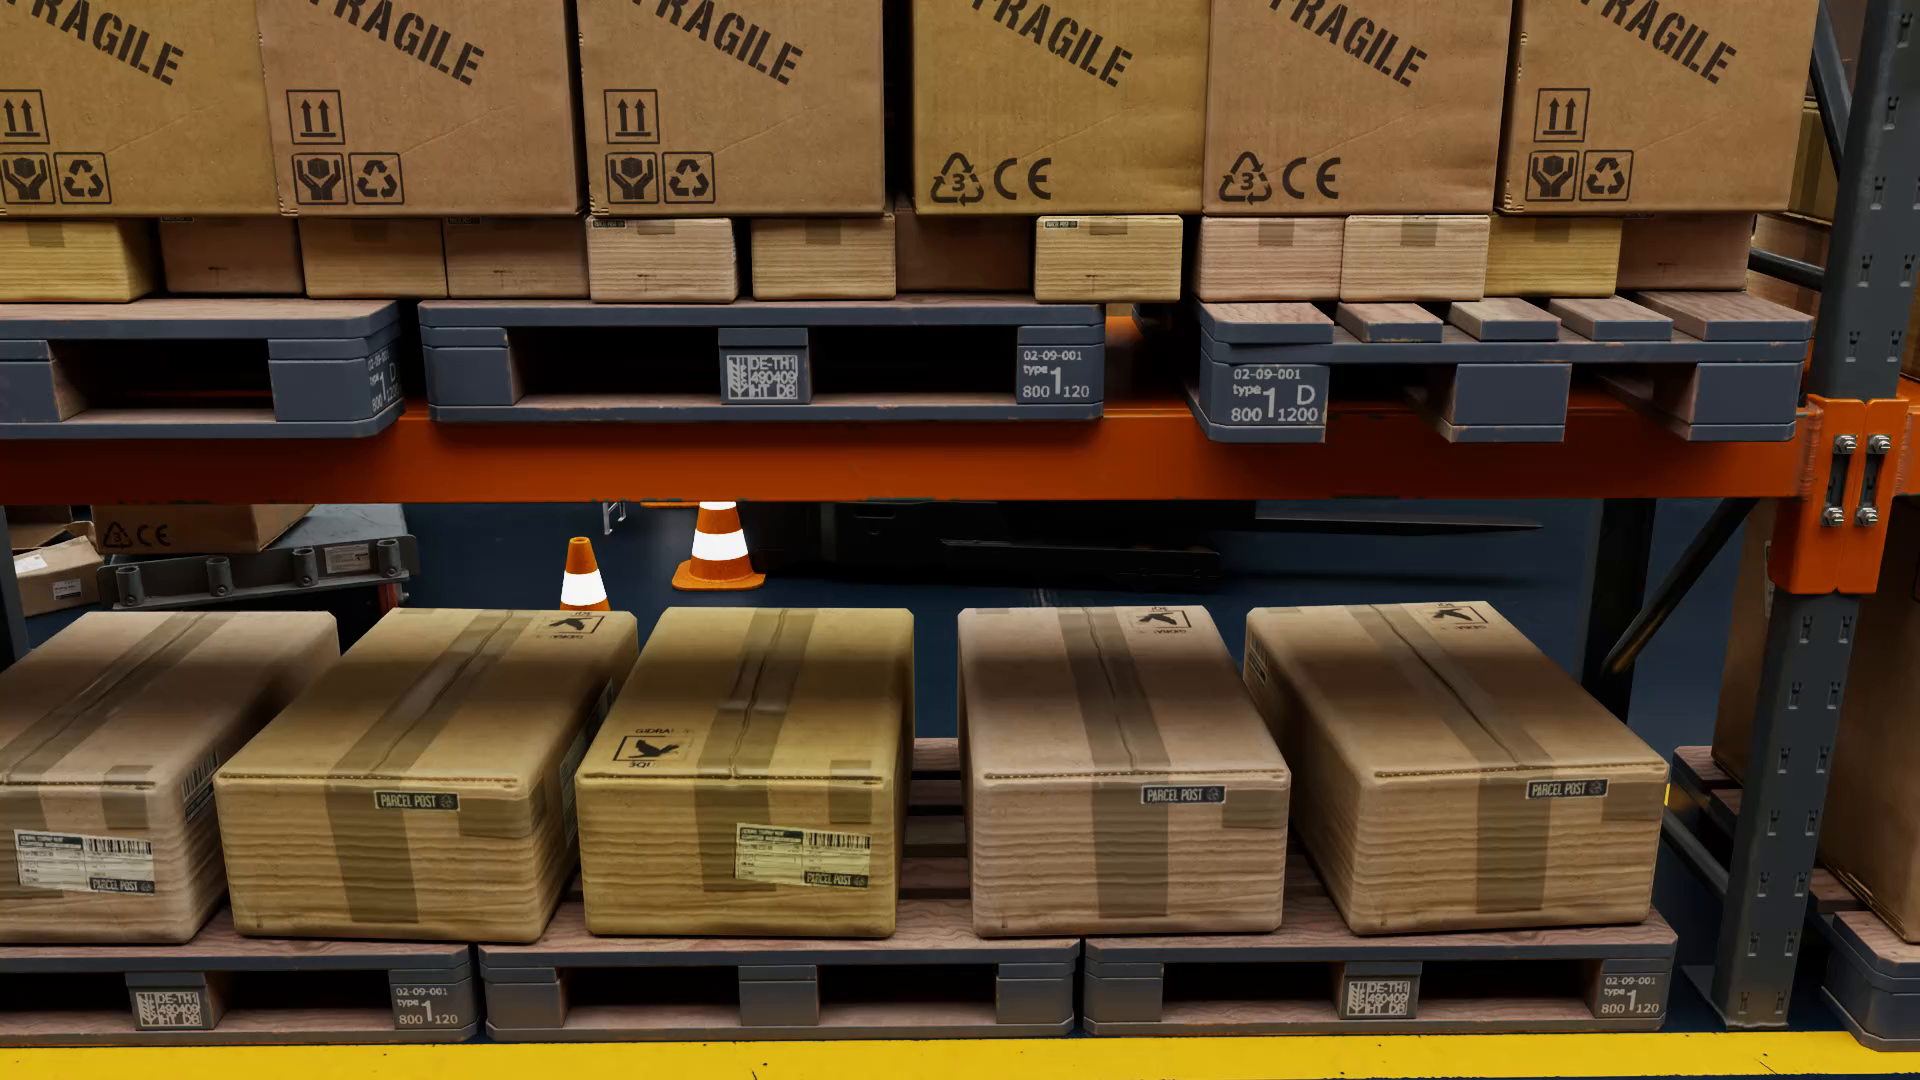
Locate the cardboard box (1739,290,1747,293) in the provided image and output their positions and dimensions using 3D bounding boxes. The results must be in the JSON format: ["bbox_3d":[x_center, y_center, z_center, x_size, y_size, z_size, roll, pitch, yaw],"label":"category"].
[{"bbox_3d":[3.684,-1.030,8.254,0.500,0.500,0.500,-1,18,-2],"label":"cardboard box"}]

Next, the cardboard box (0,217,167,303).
[{"bbox_3d":[-1.566,-0.540,3.043,0.250,0.149,0.380,0,18,0],"label":"cardboard box"}]

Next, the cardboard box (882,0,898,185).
[{"bbox_3d":[-0.380,-1.022,3.486,0.500,0.500,0.500,-1,18,-3],"label":"cardboard box"}]

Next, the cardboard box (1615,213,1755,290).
[{"bbox_3d":[1.302,-0.581,3.172,0.250,0.149,0.380,0,18,1],"label":"cardboard box"}]

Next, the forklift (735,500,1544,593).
[{"bbox_3d":[0.621,-1.377,6.042,3.031,2.935,1.130,2,18,5],"label":"forklift"}]

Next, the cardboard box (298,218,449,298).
[{"bbox_3d":[-1.026,-0.553,3.084,0.250,0.149,0.380,0,18,0],"label":"cardboard box"}]

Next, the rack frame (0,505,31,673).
[{"bbox_3d":[-2.374,-0.555,3.366,0.127,3.000,1.000,0,18,-1],"label":"rack frame"}]

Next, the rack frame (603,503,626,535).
[{"bbox_3d":[-1.393,-0.627,6.538,0.015,1.200,0.240,2,18,5],"label":"rack frame"}]

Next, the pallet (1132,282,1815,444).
[{"bbox_3d":[0.915,-0.447,3.343,1.003,0.211,1.213,0,18,-1],"label":"pallet"}]

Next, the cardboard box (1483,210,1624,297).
[{"bbox_3d":[1.035,-0.558,3.099,0.250,0.149,0.380,0,18,0],"label":"cardboard box"}]

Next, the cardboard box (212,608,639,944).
[{"bbox_3d":[-1.131,0.489,3.728,0.625,0.372,0.950,1,18,3],"label":"cardboard box"}]

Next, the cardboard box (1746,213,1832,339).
[{"bbox_3d":[2.127,-0.584,3.704,0.500,0.250,0.500,-1,18,-3],"label":"cardboard box"}]

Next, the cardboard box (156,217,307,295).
[{"bbox_3d":[-1.284,-0.564,3.120,0.250,0.149,0.380,1,18,3],"label":"cardboard box"}]

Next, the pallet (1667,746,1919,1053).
[{"bbox_3d":[2.415,0.773,3.792,1.213,0.211,1.003,0,18,-1],"label":"pallet"}]

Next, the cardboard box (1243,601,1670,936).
[{"bbox_3d":[1.061,0.477,3.765,0.625,0.372,0.950,-1,18,-5],"label":"cardboard box"}]

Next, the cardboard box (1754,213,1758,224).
[{"bbox_3d":[4.171,-1.545,8.631,0.500,0.250,0.500,0,18,1],"label":"cardboard box"}]

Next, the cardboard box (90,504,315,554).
[{"bbox_3d":[-2.432,-0.269,5.327,0.500,0.500,0.500,0,18,-1],"label":"cardboard box"}]

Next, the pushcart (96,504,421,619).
[{"bbox_3d":[-2.460,-0.002,5.937,0.936,0.377,1.648,-7,19,-20],"label":"pushcart"}]

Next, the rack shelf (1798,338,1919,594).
[{"bbox_3d":[3.626,-0.241,3.566,4.000,0.370,1.077,0,18,-1],"label":"rack shelf"}]

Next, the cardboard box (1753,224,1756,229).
[{"bbox_3d":[4.191,-1.392,8.154,0.500,0.250,0.500,1,18,2],"label":"cardboard box"}]

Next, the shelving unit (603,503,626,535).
[{"bbox_3d":[-1.150,-0.620,6.516,0.503,1.200,0.258,2,18,5],"label":"shelving unit"}]

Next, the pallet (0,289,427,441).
[{"bbox_3d":[-1.607,-0.423,3.268,1.213,0.211,1.003,0,18,-1],"label":"pallet"}]

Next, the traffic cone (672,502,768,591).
[{"bbox_3d":[-0.882,-0.087,6.062,0.334,0.463,0.336,0,18,-1],"label":"traffic cone"}]

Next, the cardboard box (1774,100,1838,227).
[{"bbox_3d":[2.106,-0.821,3.622,0.500,0.250,0.500,0,18,-1],"label":"cardboard box"}]

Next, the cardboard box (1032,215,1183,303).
[{"bbox_3d":[0.257,-0.538,3.039,0.250,0.149,0.380,0,18,0],"label":"cardboard box"}]

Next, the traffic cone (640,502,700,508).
[{"bbox_3d":[-1.188,-0.403,7.047,0.334,0.463,0.336,0,18,-1],"label":"traffic cone"}]

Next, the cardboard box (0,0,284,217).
[{"bbox_3d":[-1.400,-0.861,2.983,0.500,0.500,0.500,0,18,-1],"label":"cardboard box"}]

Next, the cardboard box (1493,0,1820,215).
[{"bbox_3d":[1.176,-0.876,3.030,0.500,0.500,0.500,-1,18,-2],"label":"cardboard box"}]

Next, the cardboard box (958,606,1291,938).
[{"bbox_3d":[0.323,0.483,3.746,0.625,0.372,0.950,-1,18,-2],"label":"cardboard box"}]

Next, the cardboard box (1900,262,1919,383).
[{"bbox_3d":[2.119,-0.428,3.217,0.500,0.250,0.500,-1,18,-2],"label":"cardboard box"}]

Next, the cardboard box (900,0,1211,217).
[{"bbox_3d":[0.154,-0.867,3.003,0.500,0.500,0.500,-1,18,-5],"label":"cardboard box"}]

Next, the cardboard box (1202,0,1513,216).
[{"bbox_3d":[0.659,-0.870,3.012,0.500,0.500,0.500,-1,18,-2],"label":"cardboard box"}]

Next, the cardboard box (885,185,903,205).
[{"bbox_3d":[-0.057,-0.698,3.536,0.250,0.149,0.380,0,18,1],"label":"cardboard box"}]

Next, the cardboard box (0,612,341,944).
[{"bbox_3d":[-1.849,0.493,3.714,0.625,0.372,0.950,0,18,0],"label":"cardboard box"}]

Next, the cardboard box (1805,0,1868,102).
[{"bbox_3d":[2.139,-1.180,3.515,0.500,0.500,0.500,-1,18,-2],"label":"cardboard box"}]

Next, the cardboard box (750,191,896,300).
[{"bbox_3d":[-0.246,-0.549,3.073,0.250,0.149,0.380,-1,18,-3],"label":"cardboard box"}]

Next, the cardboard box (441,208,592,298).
[{"bbox_3d":[-0.779,-0.554,3.086,0.250,0.149,0.380,0,18,0],"label":"cardboard box"}]

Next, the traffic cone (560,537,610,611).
[{"bbox_3d":[-1.156,0.220,5.105,0.334,0.463,0.336,0,18,-1],"label":"traffic cone"}]

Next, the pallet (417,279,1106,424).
[{"bbox_3d":[-0.353,-0.461,3.387,1.213,0.211,1.003,0,18,-1],"label":"pallet"}]

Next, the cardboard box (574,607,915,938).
[{"bbox_3d":[-0.435,0.485,3.740,0.625,0.372,0.950,0,18,1],"label":"cardboard box"}]

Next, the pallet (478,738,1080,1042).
[{"bbox_3d":[-0.372,0.762,3.826,1.213,0.211,1.003,0,18,-1],"label":"pallet"}]

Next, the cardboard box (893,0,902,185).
[{"bbox_3d":[0.120,-1.022,3.486,0.500,0.500,0.500,0,18,0],"label":"cardboard box"}]

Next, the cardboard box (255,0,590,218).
[{"bbox_3d":[-0.905,-0.859,2.978,0.500,0.500,0.500,0,18,-1],"label":"cardboard box"}]

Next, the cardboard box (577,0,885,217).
[{"bbox_3d":[-0.392,-0.865,2.996,0.500,0.500,0.500,-1,18,-3],"label":"cardboard box"}]

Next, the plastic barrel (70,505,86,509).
[{"bbox_3d":[-3.663,-0.365,6.993,0.421,0.421,0.512,14,22,37],"label":"plastic barrel"}]

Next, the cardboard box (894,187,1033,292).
[{"bbox_3d":[0.004,-0.576,3.155,0.250,0.149,0.380,0,18,0],"label":"cardboard box"}]

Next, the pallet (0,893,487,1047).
[{"bbox_3d":[-1.595,0.769,3.805,1.213,0.211,1.003,0,18,-1],"label":"pallet"}]

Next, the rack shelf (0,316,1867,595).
[{"bbox_3d":[-0.374,-0.222,3.506,4.000,0.370,1.077,0,18,-1],"label":"rack shelf"}]

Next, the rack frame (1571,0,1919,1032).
[{"bbox_3d":[1.626,-0.574,3.426,0.127,3.000,1.000,0,18,-1],"label":"rack frame"}]

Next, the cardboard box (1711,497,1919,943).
[{"bbox_3d":[2.318,0.260,3.618,0.875,0.875,0.875,0,18,-1],"label":"cardboard box"}]

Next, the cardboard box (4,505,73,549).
[{"bbox_3d":[-3.722,-0.200,6.125,0.503,0.637,0.797,0,18,-1],"label":"cardboard box"}]

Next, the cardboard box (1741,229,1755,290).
[{"bbox_3d":[3.663,-1.385,8.133,0.500,0.250,0.500,-1,18,-3],"label":"cardboard box"}]

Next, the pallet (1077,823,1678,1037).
[{"bbox_3d":[0.844,0.757,3.842,1.213,0.211,1.003,0,18,-1],"label":"pallet"}]

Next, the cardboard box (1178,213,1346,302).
[{"bbox_3d":[0.532,-0.544,3.056,0.250,0.149,0.380,-1,18,-3],"label":"cardboard box"}]

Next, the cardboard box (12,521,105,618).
[{"bbox_3d":[-3.222,0.096,5.815,0.396,0.266,0.258,-15,23,-39],"label":"cardboard box"}]

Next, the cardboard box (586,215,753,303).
[{"bbox_3d":[-0.512,-0.539,3.041,0.250,0.149,0.380,0,18,1],"label":"cardboard box"}]

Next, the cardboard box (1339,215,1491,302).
[{"bbox_3d":[0.784,-0.543,3.052,0.250,0.149,0.380,0,18,-1],"label":"cardboard box"}]

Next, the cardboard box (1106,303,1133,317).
[{"bbox_3d":[0.836,-1.239,8.494,0.750,0.750,1.050,-1,18,-2],"label":"cardboard box"}]
